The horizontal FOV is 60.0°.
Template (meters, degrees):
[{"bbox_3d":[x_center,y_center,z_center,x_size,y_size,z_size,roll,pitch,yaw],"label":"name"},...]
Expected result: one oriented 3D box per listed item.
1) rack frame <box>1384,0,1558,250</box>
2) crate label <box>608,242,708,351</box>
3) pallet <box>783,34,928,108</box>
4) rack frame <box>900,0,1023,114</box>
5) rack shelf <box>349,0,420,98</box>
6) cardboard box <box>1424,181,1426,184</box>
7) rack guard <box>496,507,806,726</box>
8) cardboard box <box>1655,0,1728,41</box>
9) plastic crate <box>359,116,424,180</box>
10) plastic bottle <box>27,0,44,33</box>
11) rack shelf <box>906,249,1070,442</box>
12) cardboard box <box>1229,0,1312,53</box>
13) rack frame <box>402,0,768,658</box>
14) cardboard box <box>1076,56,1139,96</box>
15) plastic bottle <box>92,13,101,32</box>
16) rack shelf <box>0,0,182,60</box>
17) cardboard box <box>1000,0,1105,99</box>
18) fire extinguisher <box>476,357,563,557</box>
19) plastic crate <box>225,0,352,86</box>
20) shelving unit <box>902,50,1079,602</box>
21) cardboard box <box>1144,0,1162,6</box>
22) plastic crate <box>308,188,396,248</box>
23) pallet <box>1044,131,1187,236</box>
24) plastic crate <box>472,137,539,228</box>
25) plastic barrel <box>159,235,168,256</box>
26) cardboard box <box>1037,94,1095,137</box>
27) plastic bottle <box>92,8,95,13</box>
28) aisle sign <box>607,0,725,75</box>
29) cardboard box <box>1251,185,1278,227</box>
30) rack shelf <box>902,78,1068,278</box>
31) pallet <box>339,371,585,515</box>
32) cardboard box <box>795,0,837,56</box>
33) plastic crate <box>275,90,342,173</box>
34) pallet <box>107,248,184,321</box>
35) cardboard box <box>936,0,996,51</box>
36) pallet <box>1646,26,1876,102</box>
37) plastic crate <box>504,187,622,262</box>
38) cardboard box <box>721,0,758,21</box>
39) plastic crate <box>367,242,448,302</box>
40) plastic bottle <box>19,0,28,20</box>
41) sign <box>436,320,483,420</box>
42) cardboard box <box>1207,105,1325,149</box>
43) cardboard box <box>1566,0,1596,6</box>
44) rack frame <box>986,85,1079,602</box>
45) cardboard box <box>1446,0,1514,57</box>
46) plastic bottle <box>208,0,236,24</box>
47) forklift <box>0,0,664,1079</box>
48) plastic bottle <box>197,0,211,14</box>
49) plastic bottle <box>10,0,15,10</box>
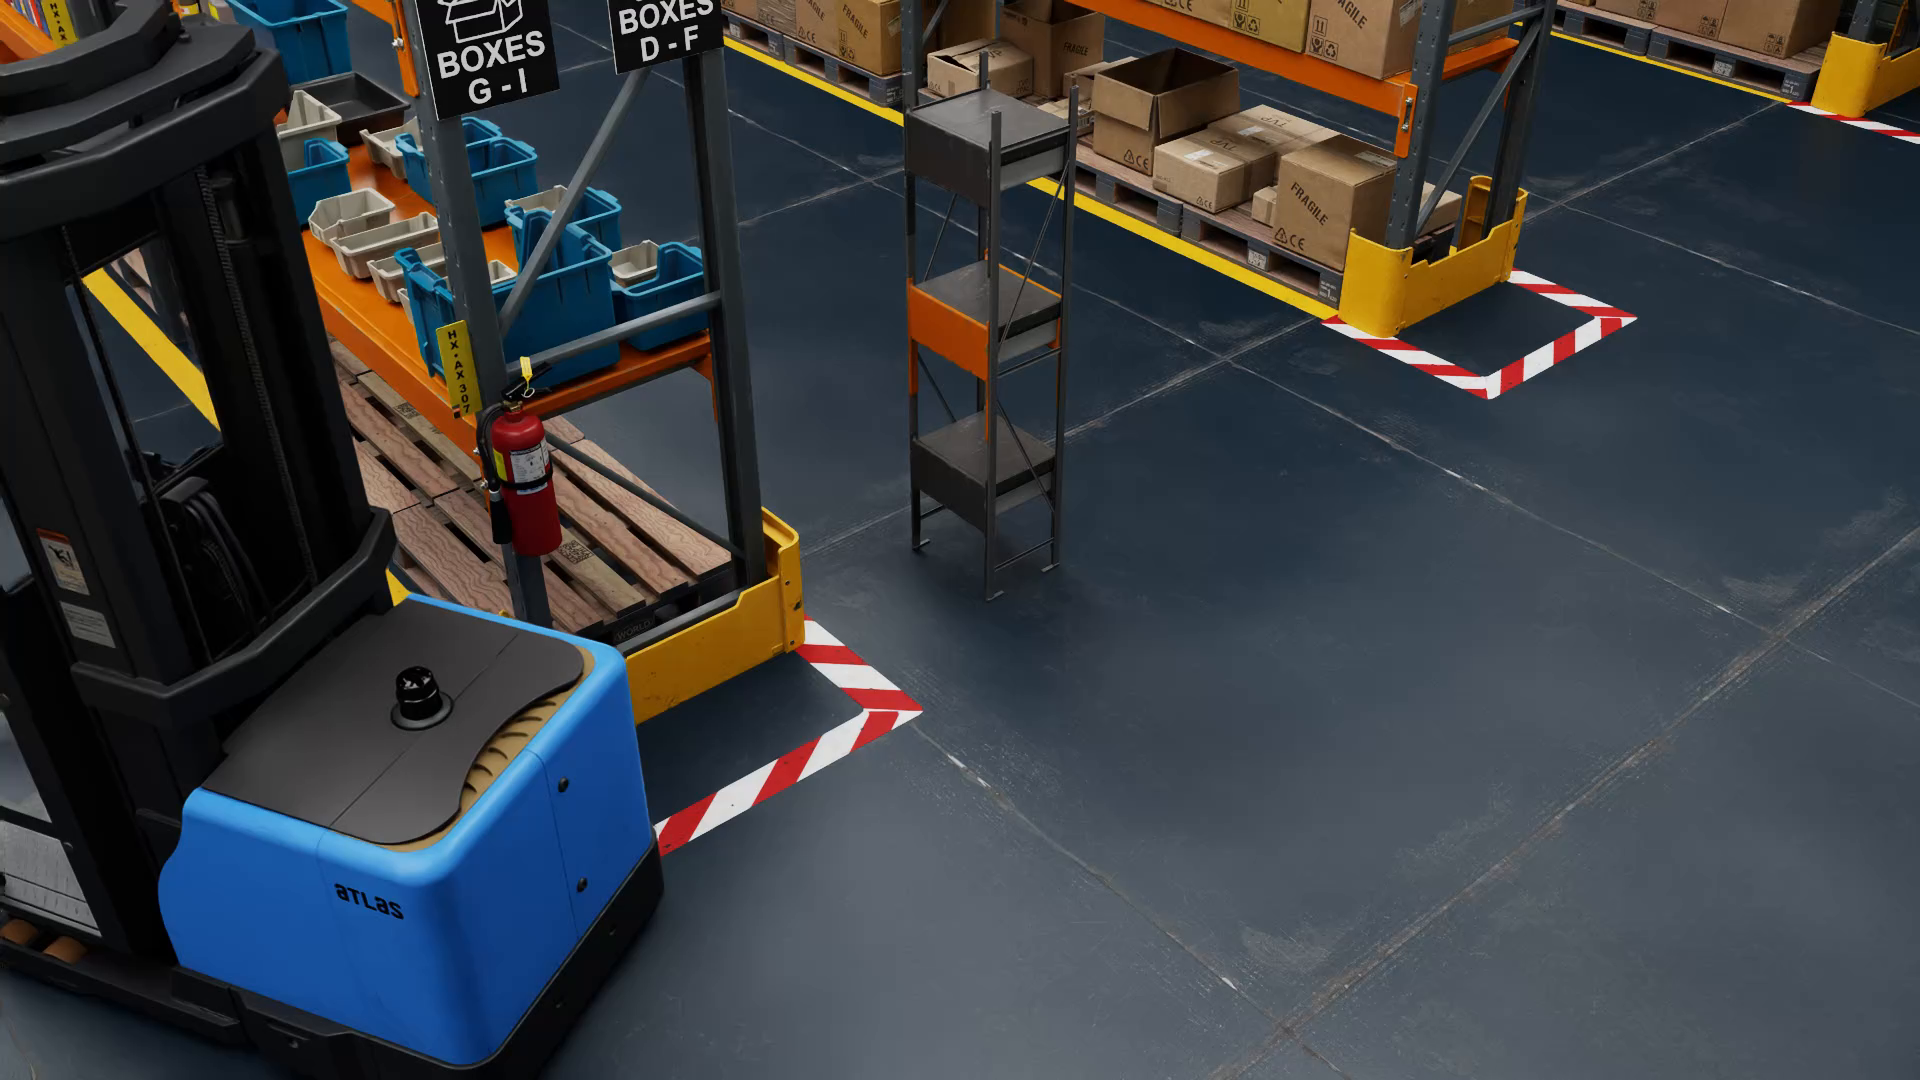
[{"bbox_3d":[2.609,-2.530,8.227,1.000,3.000,0.127,-26,43,-32],"label":"rack frame"},{"bbox_3d":[-1.085,-0.872,5.979,0.416,0.233,0.303,-26,43,-32],"label":"crate label"},{"bbox_3d":[-0.526,-3.503,12.013,1.003,0.211,1.213,-26,43,-32],"label":"pallet"},{"bbox_3d":[0.028,-4.296,10.720,1.000,3.000,0.127,-26,43,-32],"label":"rack frame"},{"bbox_3d":[-2.468,-2.497,6.208,1.077,0.370,4.000,-26,43,-32],"label":"rack shelf"},{"bbox_3d":[2.440,-1.976,9.516,0.380,0.166,0.250,-26,43,-32],"label":"cardboard box"},{"bbox_3d":[-1.152,0.342,6.335,1.175,0.500,0.348,-26,43,-32],"label":"rack guard"},{"bbox_3d":[5.540,-4.023,12.134,0.700,0.500,0.500,-26,43,-32],"label":"cardboard box"},{"bbox_3d":[-2.405,-1.710,7.246,0.293,0.136,0.466,-26,43,-32],"label":"plastic crate"},{"bbox_3d":[-4.821,-2.837,8.767,0.152,0.276,0.135,-26,43,-32],"label":"plastic bottle"},{"bbox_3d":[0.107,-0.773,6.548,0.431,0.518,0.480,-26,43,-32],"label":"rack shelf"},{"bbox_3d":[1.775,-2.894,8.655,0.500,0.500,0.500,-26,43,-31],"label":"cardboard box"},{"bbox_3d":[-1.177,-0.684,5.620,1.000,3.000,0.127,-26,43,-32],"label":"rack frame"},{"bbox_3d":[1.096,-2.901,10.697,0.500,0.311,0.500,-26,43,-32],"label":"cardboard box"},{"bbox_3d":[-4.260,-2.453,8.225,0.152,0.276,0.135,-26,43,-32],"label":"plastic bottle"},{"bbox_3d":[-5.049,-3.039,9.569,1.077,0.370,4.000,-26,43,-32],"label":"rack shelf"},{"bbox_3d":[0.612,-3.309,11.110,0.500,0.500,0.500,-26,43,-32],"label":"cardboard box"},{"bbox_3d":[-1.427,-0.264,5.417,0.296,0.674,0.183,-26,43,-32],"label":"fire extinguisher"},{"bbox_3d":[-3.196,-2.389,7.990,0.392,0.384,0.575,-26,43,-32],"label":"plastic crate"},{"bbox_3d":[0.107,-0.784,6.540,0.431,2.100,0.503,-26,43,-32],"label":"shelving unit"},{"bbox_3d":[1.132,-3.339,9.283,0.500,0.500,0.500,-27,43,-32],"label":"cardboard box"},{"bbox_3d":[-2.421,-1.264,6.616,0.298,0.136,0.250,-26,43,-32],"label":"plastic crate"},{"bbox_3d":[1.262,-2.315,10.337,1.003,0.211,1.213,-26,43,-32],"label":"pallet"},{"bbox_3d":[-1.934,-1.453,6.799,0.416,0.233,0.300,-26,43,-32],"label":"plastic crate"},{"bbox_3d":[-4.096,-2.012,8.947,0.600,0.901,0.708,-26,43,-32],"label":"plastic barrel"},{"bbox_3d":[0.700,-2.675,10.502,0.380,0.166,0.250,-26,43,-32],"label":"cardboard box"},{"bbox_3d":[-4.412,-2.638,8.552,0.097,0.201,0.097,0,35,0],"label":"plastic bottle"},{"bbox_3d":[-0.904,-1.824,4.981,0.394,0.787,0.004,-26,43,-32],"label":"aisle sign"},{"bbox_3d":[1.878,-1.914,9.427,0.380,0.166,0.250,-26,43,-32],"label":"cardboard box"},{"bbox_3d":[0.107,-1.344,6.143,0.431,0.518,0.480,-26,43,-32],"label":"rack shelf"},{"bbox_3d":[-2.463,-0.463,7.721,1.003,0.211,1.213,-26,43,-32],"label":"pallet"},{"bbox_3d":[-0.822,-3.788,11.785,0.500,0.500,0.500,-26,43,-32],"label":"cardboard box"},{"bbox_3d":[-2.914,-1.683,7.082,0.437,0.282,0.530,-26,43,-32],"label":"plastic crate"},{"bbox_3d":[-4.224,-1.668,9.423,1.003,0.211,1.213,-26,43,-32],"label":"pallet"},{"bbox_3d":[-0.098,-3.760,11.745,0.500,0.500,0.500,-28,44,-34],"label":"cardboard box"},{"bbox_3d":[5.815,-3.565,12.101,1.003,0.211,1.213,-26,43,-32],"label":"pallet"},{"bbox_3d":[-1.510,-1.163,6.389,0.416,0.233,0.300,-26,43,-32],"label":"plastic crate"},{"bbox_3d":[-1.475,-4.233,12.413,0.500,0.500,0.500,-28,44,-33],"label":"cardboard box"},{"bbox_3d":[-2.018,-1.027,6.280,0.396,0.136,0.243,-26,43,-32],"label":"plastic crate"},{"bbox_3d":[-5.003,-2.907,8.931,0.097,0.201,0.097,0,35,0],"label":"plastic bottle"},{"bbox_3d":[-1.587,-0.538,5.273,0.100,0.325,0.005,-26,43,-32],"label":"sign"},{"bbox_3d":[1.830,-2.375,10.006,0.500,0.250,0.500,-26,43,-32],"label":"cardboard box"},{"bbox_3d":[4.865,-4.477,12.776,0.700,0.500,0.500,-25,42,-31],"label":"cardboard box"},{"bbox_3d":[0.264,-0.676,6.388,0.400,2.100,0.015,-26,43,-32],"label":"rack frame"},{"bbox_3d":[2.524,-2.865,8.613,0.500,0.500,0.500,-25,42,-31],"label":"cardboard box"},{"bbox_3d":[-3.764,-2.724,8.543,0.144,0.351,0.185,-26,43,-32],"label":"plastic bottle"},{"bbox_3d":[-2.547,-0.051,4.787,3.031,2.935,1.130,13,37,17],"label":"forklift"},{"bbox_3d":[-4.002,-2.907,8.867,0.152,0.276,0.135,-26,43,-32],"label":"plastic bottle"},{"bbox_3d":[-5.153,-3.009,9.075,0.097,0.201,0.097,0,35,0],"label":"plastic bottle"}]
